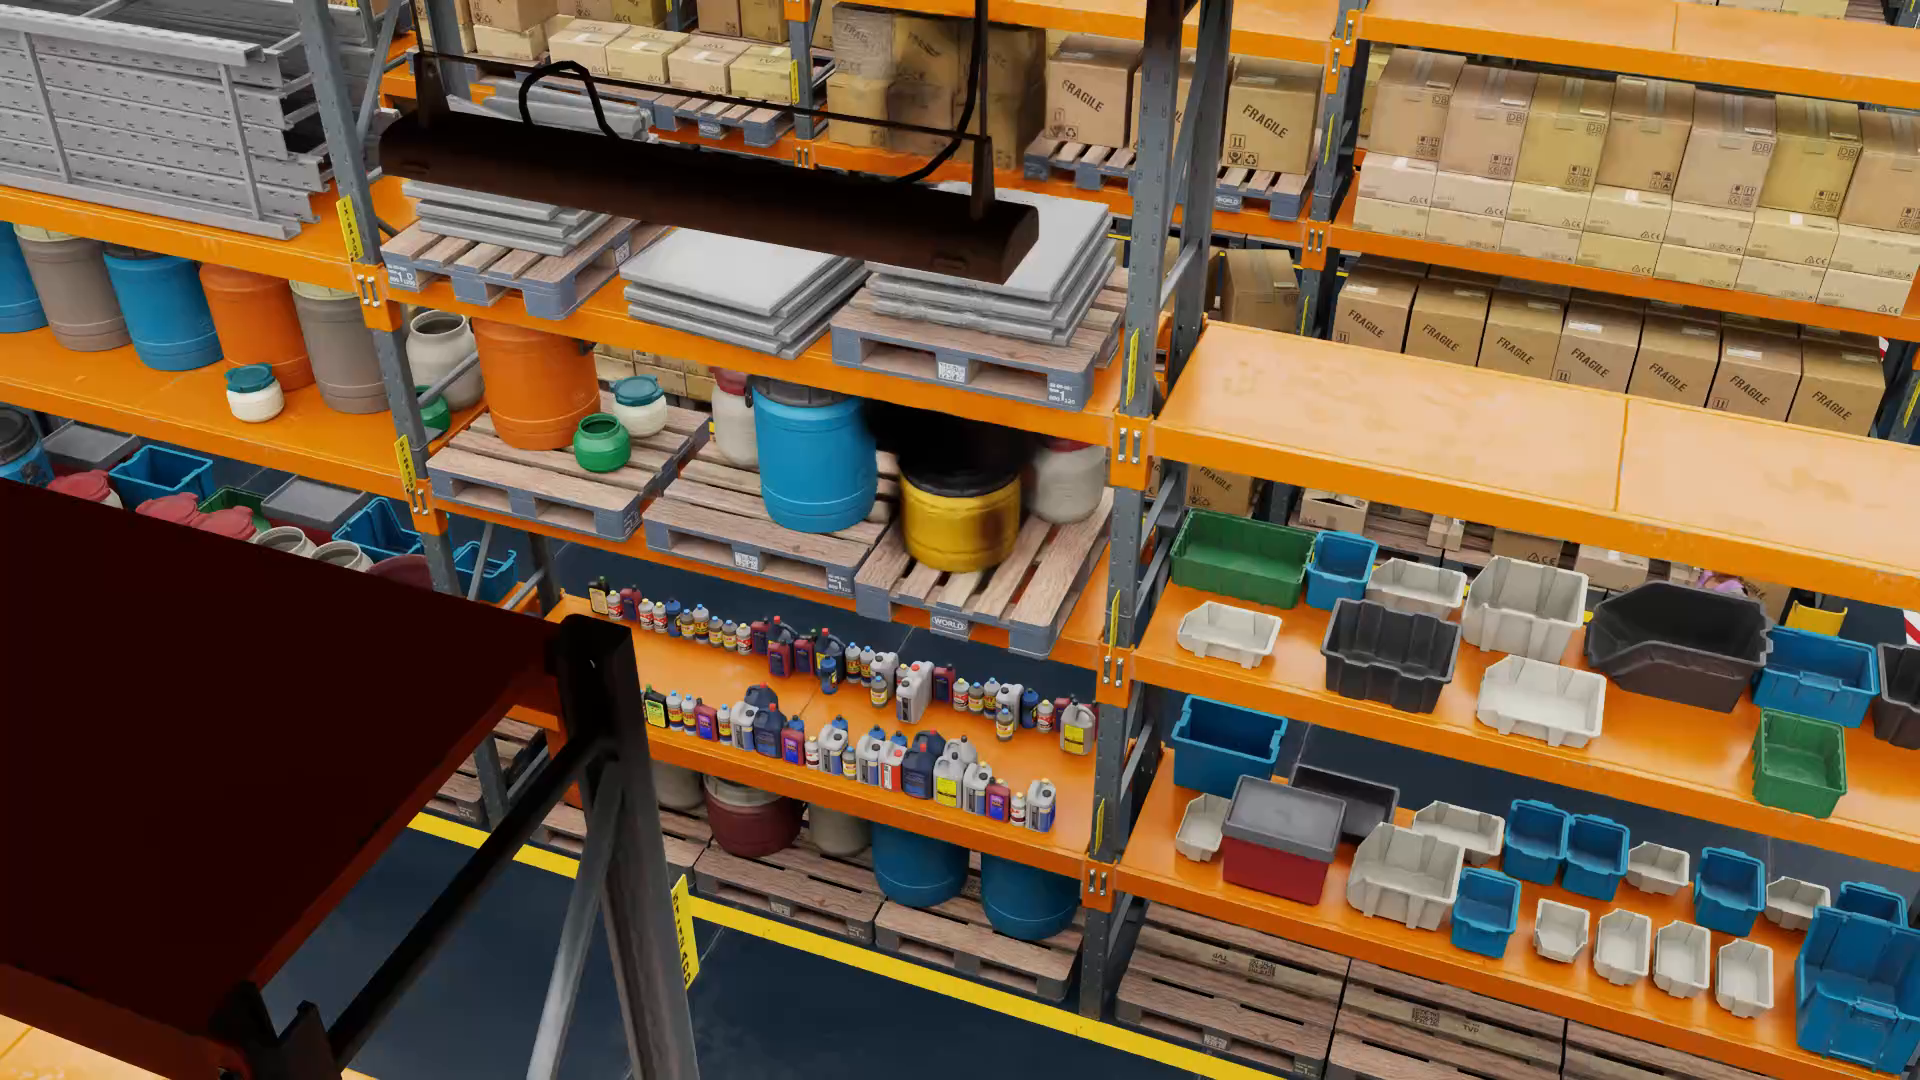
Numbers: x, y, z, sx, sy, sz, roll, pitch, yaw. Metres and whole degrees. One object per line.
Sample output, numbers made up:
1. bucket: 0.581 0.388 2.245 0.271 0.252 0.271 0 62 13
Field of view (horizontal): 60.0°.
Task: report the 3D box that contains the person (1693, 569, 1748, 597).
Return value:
1. person: 4.973 0.701 11.111 0.760 1.638 0.567 2 37 3
